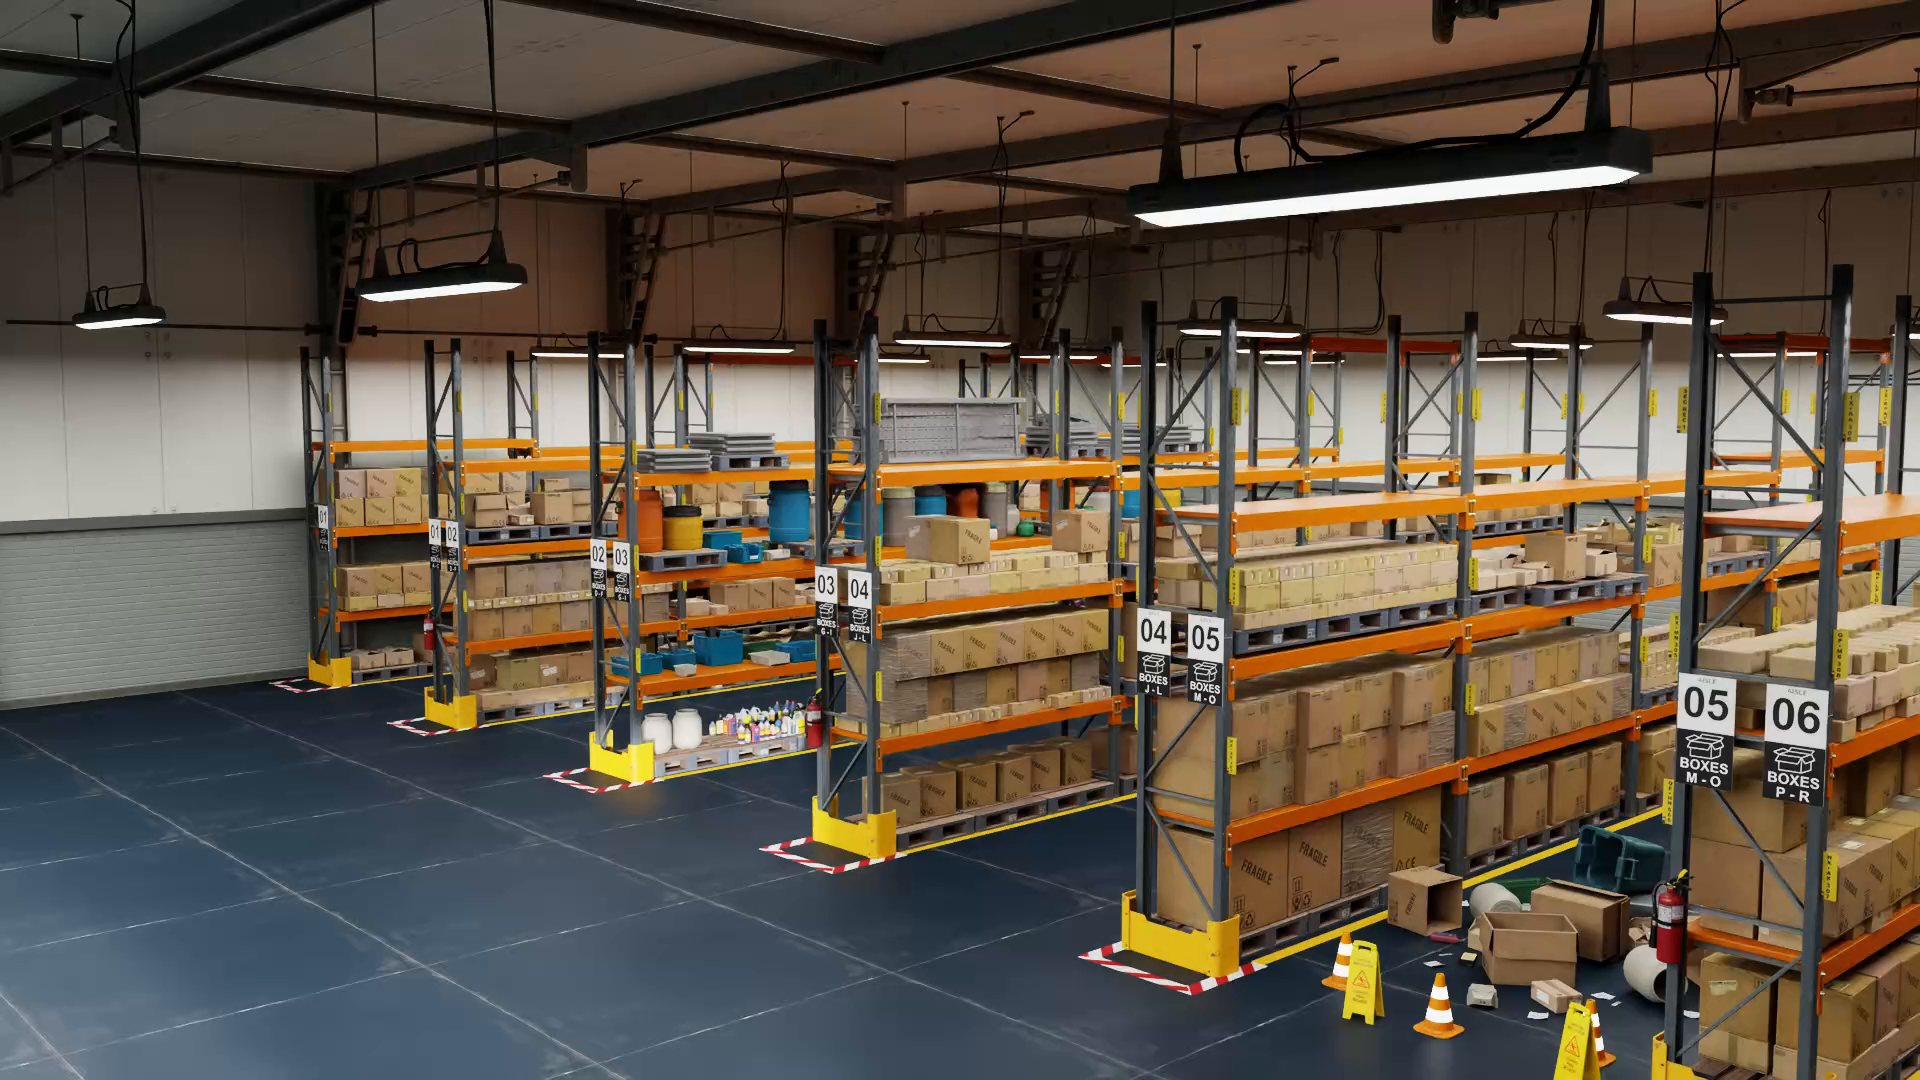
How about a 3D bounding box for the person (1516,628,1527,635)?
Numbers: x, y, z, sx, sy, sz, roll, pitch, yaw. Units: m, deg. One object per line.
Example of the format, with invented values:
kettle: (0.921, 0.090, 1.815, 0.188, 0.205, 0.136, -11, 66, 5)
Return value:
person: (8.420, 2.139, 24.887, 0.644, 1.675, 0.685, -3, 6, -31)
